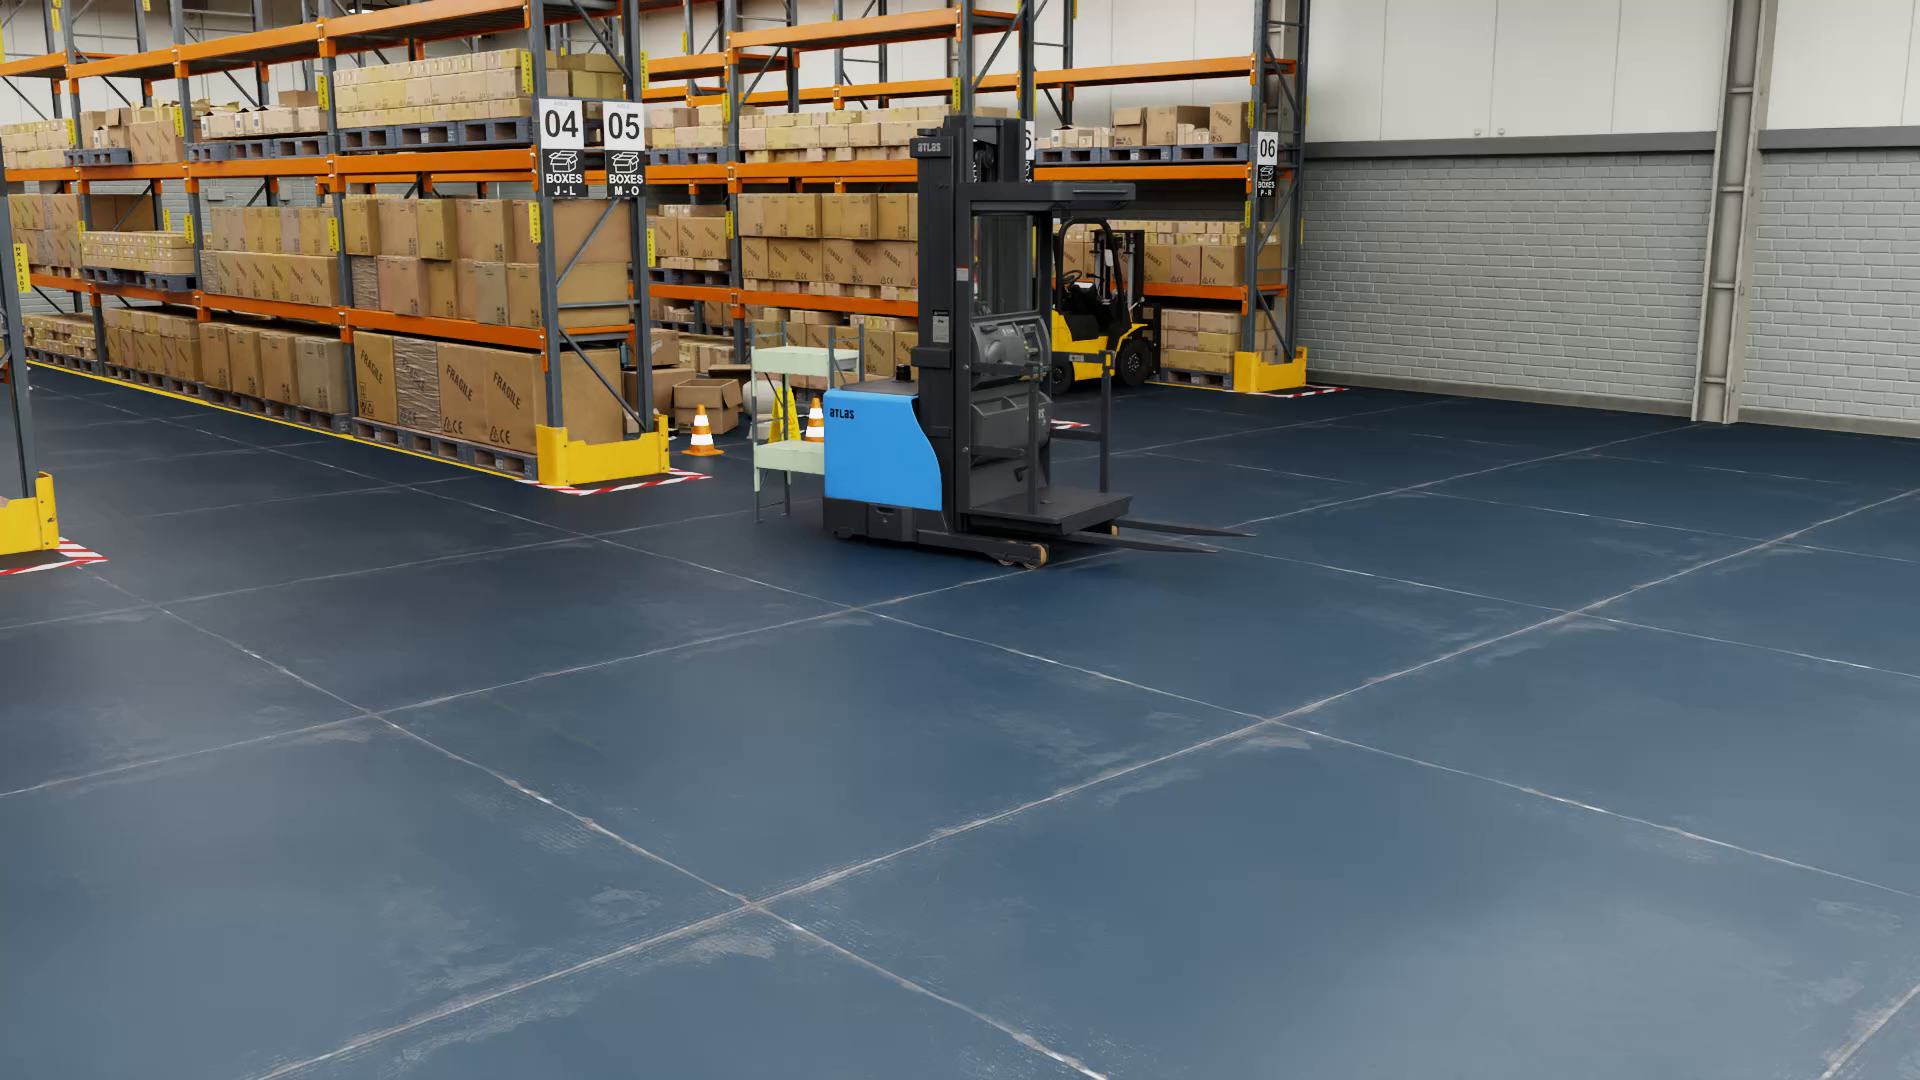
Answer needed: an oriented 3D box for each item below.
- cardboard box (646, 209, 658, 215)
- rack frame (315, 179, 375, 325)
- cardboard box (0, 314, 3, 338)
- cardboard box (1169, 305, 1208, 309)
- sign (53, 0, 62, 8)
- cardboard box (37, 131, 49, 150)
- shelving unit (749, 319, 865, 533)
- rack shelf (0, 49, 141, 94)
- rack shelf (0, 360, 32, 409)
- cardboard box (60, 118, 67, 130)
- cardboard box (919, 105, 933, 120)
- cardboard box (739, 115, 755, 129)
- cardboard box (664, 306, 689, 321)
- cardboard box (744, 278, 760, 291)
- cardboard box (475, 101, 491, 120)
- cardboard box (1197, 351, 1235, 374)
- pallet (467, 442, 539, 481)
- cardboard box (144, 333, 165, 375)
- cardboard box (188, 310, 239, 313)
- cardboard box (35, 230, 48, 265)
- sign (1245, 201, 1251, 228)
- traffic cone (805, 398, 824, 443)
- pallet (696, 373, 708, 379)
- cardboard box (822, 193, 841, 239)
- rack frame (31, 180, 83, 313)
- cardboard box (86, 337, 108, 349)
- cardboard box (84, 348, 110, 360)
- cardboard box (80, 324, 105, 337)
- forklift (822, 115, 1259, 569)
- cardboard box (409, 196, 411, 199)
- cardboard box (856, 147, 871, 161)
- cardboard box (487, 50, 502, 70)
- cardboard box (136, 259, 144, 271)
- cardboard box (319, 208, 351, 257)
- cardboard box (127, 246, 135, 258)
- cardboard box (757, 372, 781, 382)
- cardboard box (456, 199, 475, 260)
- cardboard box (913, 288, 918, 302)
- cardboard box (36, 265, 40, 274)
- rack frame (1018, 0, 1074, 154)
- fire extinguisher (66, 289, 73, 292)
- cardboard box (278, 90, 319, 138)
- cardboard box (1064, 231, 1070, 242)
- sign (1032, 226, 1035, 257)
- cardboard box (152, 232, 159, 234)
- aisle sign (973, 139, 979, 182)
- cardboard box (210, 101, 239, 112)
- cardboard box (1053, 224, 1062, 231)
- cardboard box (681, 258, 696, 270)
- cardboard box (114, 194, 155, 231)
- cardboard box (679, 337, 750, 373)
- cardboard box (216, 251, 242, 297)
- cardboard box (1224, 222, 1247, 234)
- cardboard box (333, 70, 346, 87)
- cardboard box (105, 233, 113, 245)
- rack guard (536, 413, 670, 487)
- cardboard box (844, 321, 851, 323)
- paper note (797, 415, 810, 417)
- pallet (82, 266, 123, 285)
[{"bbox_3d":[-5.926,-5.876,30.777,0.500,0.500,0.500,-10,16,-41],"label":"cardboard box"},{"bbox_3d":[-10.668,-5.067,29.073,1.000,3.000,0.127,-11,16,-43],"label":"rack frame"},{"bbox_3d":[-7.146,-1.630,11.404,0.875,0.500,0.500,-11,16,-43],"label":"cardboard box"},{"bbox_3d":[3.088,-3.017,22.415,0.500,0.250,0.500,-11,16,-43],"label":"cardboard box"},{"bbox_3d":[-11.822,-7.141,21.758,0.100,0.325,0.005,-11,16,-43],"label":"sign"},{"bbox_3d":[-12.633,-5.604,23.380,0.500,0.250,0.500,-10,15,-40],"label":"cardboard box"},{"bbox_3d":[-1.128,-0.861,12.374,0.755,1.500,0.431,8,14,33],"label":"shelving unit"},{"bbox_3d":[-12.798,-6.655,23.704,1.077,0.370,4.000,-11,16,-43],"label":"rack shelf"},{"bbox_3d":[-8.168,-1.291,12.526,1.077,0.370,4.000,-11,16,-43],"label":"rack shelf"},{"bbox_3d":[-12.020,-5.660,22.659,0.380,0.149,0.250,-10,16,-41],"label":"cardboard box"},{"bbox_3d":[-0.216,-4.520,17.630,0.380,0.149,0.250,-11,16,-42],"label":"cardboard box"},{"bbox_3d":[-2.400,-4.961,19.771,0.380,0.149,0.250,-11,16,-44],"label":"cardboard box"},{"bbox_3d":[-5.162,-4.135,30.282,0.396,0.266,0.258,-10,15,-41],"label":"cardboard box"},{"bbox_3d":[-2.396,-3.102,20.158,0.380,0.149,0.250,-11,16,-43],"label":"cardboard box"},{"bbox_3d":[-3.955,-3.704,14.357,0.380,0.149,0.250,-11,16,-42],"label":"cardboard box"},{"bbox_3d":[3.415,-2.308,21.453,0.500,0.250,0.500,-11,16,-42],"label":"cardboard box"},{"bbox_3d":[-3.738,-0.768,15.114,1.003,0.211,1.213,-11,16,-43],"label":"pallet"},{"bbox_3d":[-10.030,-2.387,21.220,0.500,0.500,0.500,11,16,43],"label":"cardboard box"},{"bbox_3d":[-9.638,-2.826,21.491,0.500,0.250,0.500,-11,16,-42],"label":"cardboard box"},{"bbox_3d":[-12.995,-4.232,24.034,0.500,0.500,0.500,11,16,44],"label":"cardboard box"},{"bbox_3d":[3.566,-4.034,20.601,0.100,0.325,0.005,-11,16,-43],"label":"sign"},{"bbox_3d":[-1.417,-1.168,16.436,0.336,0.463,0.334,-11,16,-43],"label":"traffic cone"},{"bbox_3d":[-2.920,-2.064,21.405,1.003,0.211,1.213,-11,16,-43],"label":"pallet"},{"bbox_3d":[-1.145,-3.688,18.915,0.700,0.500,0.500,-11,16,-43],"label":"cardboard box"},{"bbox_3d":[-14.179,-4.363,25.654,1.000,3.000,0.127,-11,16,-43],"label":"rack frame"},{"bbox_3d":[-11.864,-2.736,23.043,0.380,0.149,0.250,-10,16,-41],"label":"cardboard box"},{"bbox_3d":[-11.934,-2.598,23.113,0.380,0.149,0.250,-11,16,-42],"label":"cardboard box"},{"bbox_3d":[-12.056,-2.927,23.235,0.380,0.149,0.250,-11,16,-42],"label":"cardboard box"},{"bbox_3d":[0.527,-1.366,11.277,3.031,2.935,1.130,8,14,32],"label":"forklift"},{"bbox_3d":[-8.618,-5.432,26.510,0.380,0.149,0.250,-11,16,-42],"label":"cardboard box"},{"bbox_3d":[-0.932,-4.282,18.451,0.250,0.149,0.380,11,16,44],"label":"cardboard box"},{"bbox_3d":[-3.779,-4.057,14.096,0.380,0.149,0.250,-11,16,-42],"label":"cardboard box"},{"bbox_3d":[-10.032,-3.436,20.736,0.250,0.149,0.380,11,16,43],"label":"cardboard box"},{"bbox_3d":[-6.239,-3.222,17.390,0.700,0.500,0.500,-11,16,-44],"label":"cardboard box"},{"bbox_3d":[-10.217,-3.620,20.894,0.380,0.149,0.250,-10,16,-41],"label":"cardboard box"},{"bbox_3d":[-2.169,-2.051,20.207,0.500,0.250,0.500,11,16,43],"label":"cardboard box"},{"bbox_3d":[-4.093,-2.858,15.300,0.875,0.550,0.550,-11,16,-43],"label":"cardboard box"},{"bbox_3d":[-0.287,-2.655,17.989,0.380,0.149,0.250,-11,16,-43],"label":"cardboard box"},{"bbox_3d":[-13.392,-4.007,24.549,0.380,0.149,0.250,-11,16,-43],"label":"cardboard box"},{"bbox_3d":[1.206,-6.946,23.327,1.000,3.000,0.127,-11,16,-43],"label":"rack frame"},{"bbox_3d":[-14.019,-4.243,26.190,0.296,0.674,0.183,-11,16,-43],"label":"fire extinguisher"},{"bbox_3d":[-7.251,-4.753,18.579,0.500,0.500,0.500,-11,16,-43],"label":"cardboard box"},{"bbox_3d":[1.616,-4.220,23.105,0.380,0.149,0.250,-11,16,-43],"label":"cardboard box"},{"bbox_3d":[0.773,-3.232,18.019,0.100,0.325,0.005,-11,16,-43],"label":"sign"},{"bbox_3d":[-10.453,-4.006,22.031,0.380,0.149,0.250,-11,16,-43],"label":"cardboard box"},{"bbox_3d":[0.214,-3.956,17.237,0.394,0.787,0.004,-11,16,-43],"label":"aisle sign"},{"bbox_3d":[-9.090,-5.261,20.435,0.396,0.266,0.258,-11,16,-43],"label":"cardboard box"},{"bbox_3d":[1.470,-4.410,23.288,0.380,0.149,0.250,-11,16,-42],"label":"cardboard box"},{"bbox_3d":[-3.310,-3.509,21.091,0.380,0.149,0.250,-11,16,-43],"label":"cardboard box"},{"bbox_3d":[-11.552,-4.563,23.163,0.500,0.500,0.500,-10,16,-41],"label":"cardboard box"},{"bbox_3d":[-3.244,-2.415,21.672,0.950,0.372,0.625,-10,15,-39],"label":"cardboard box"},{"bbox_3d":[-8.186,-3.067,19.118,0.500,0.500,0.500,-11,16,-43],"label":"cardboard box"},{"bbox_3d":[3.569,-3.960,21.105,0.380,0.149,0.250,-11,16,-42],"label":"cardboard box"},{"bbox_3d":[-5.886,-4.502,16.255,0.380,0.149,0.250,-11,16,-42],"label":"cardboard box"},{"bbox_3d":[-10.757,-3.880,21.417,0.380,0.149,0.250,-11,16,-43],"label":"cardboard box"},{"bbox_3d":[-3.113,-0.800,14.555,1.175,0.500,0.348,-11,16,-43],"label":"rack guard"},{"bbox_3d":[-1.073,-2.345,19.775,0.500,0.500,0.500,-10,15,-40],"label":"cardboard box"},{"bbox_3d":[-1.759,-1.399,18.625,0.148,0.019,0.142,6,13,26],"label":"paper note"},{"bbox_3d":[-10.994,-3.553,22.200,1.003,0.211,1.213,-11,16,-43],"label":"pallet"}]
